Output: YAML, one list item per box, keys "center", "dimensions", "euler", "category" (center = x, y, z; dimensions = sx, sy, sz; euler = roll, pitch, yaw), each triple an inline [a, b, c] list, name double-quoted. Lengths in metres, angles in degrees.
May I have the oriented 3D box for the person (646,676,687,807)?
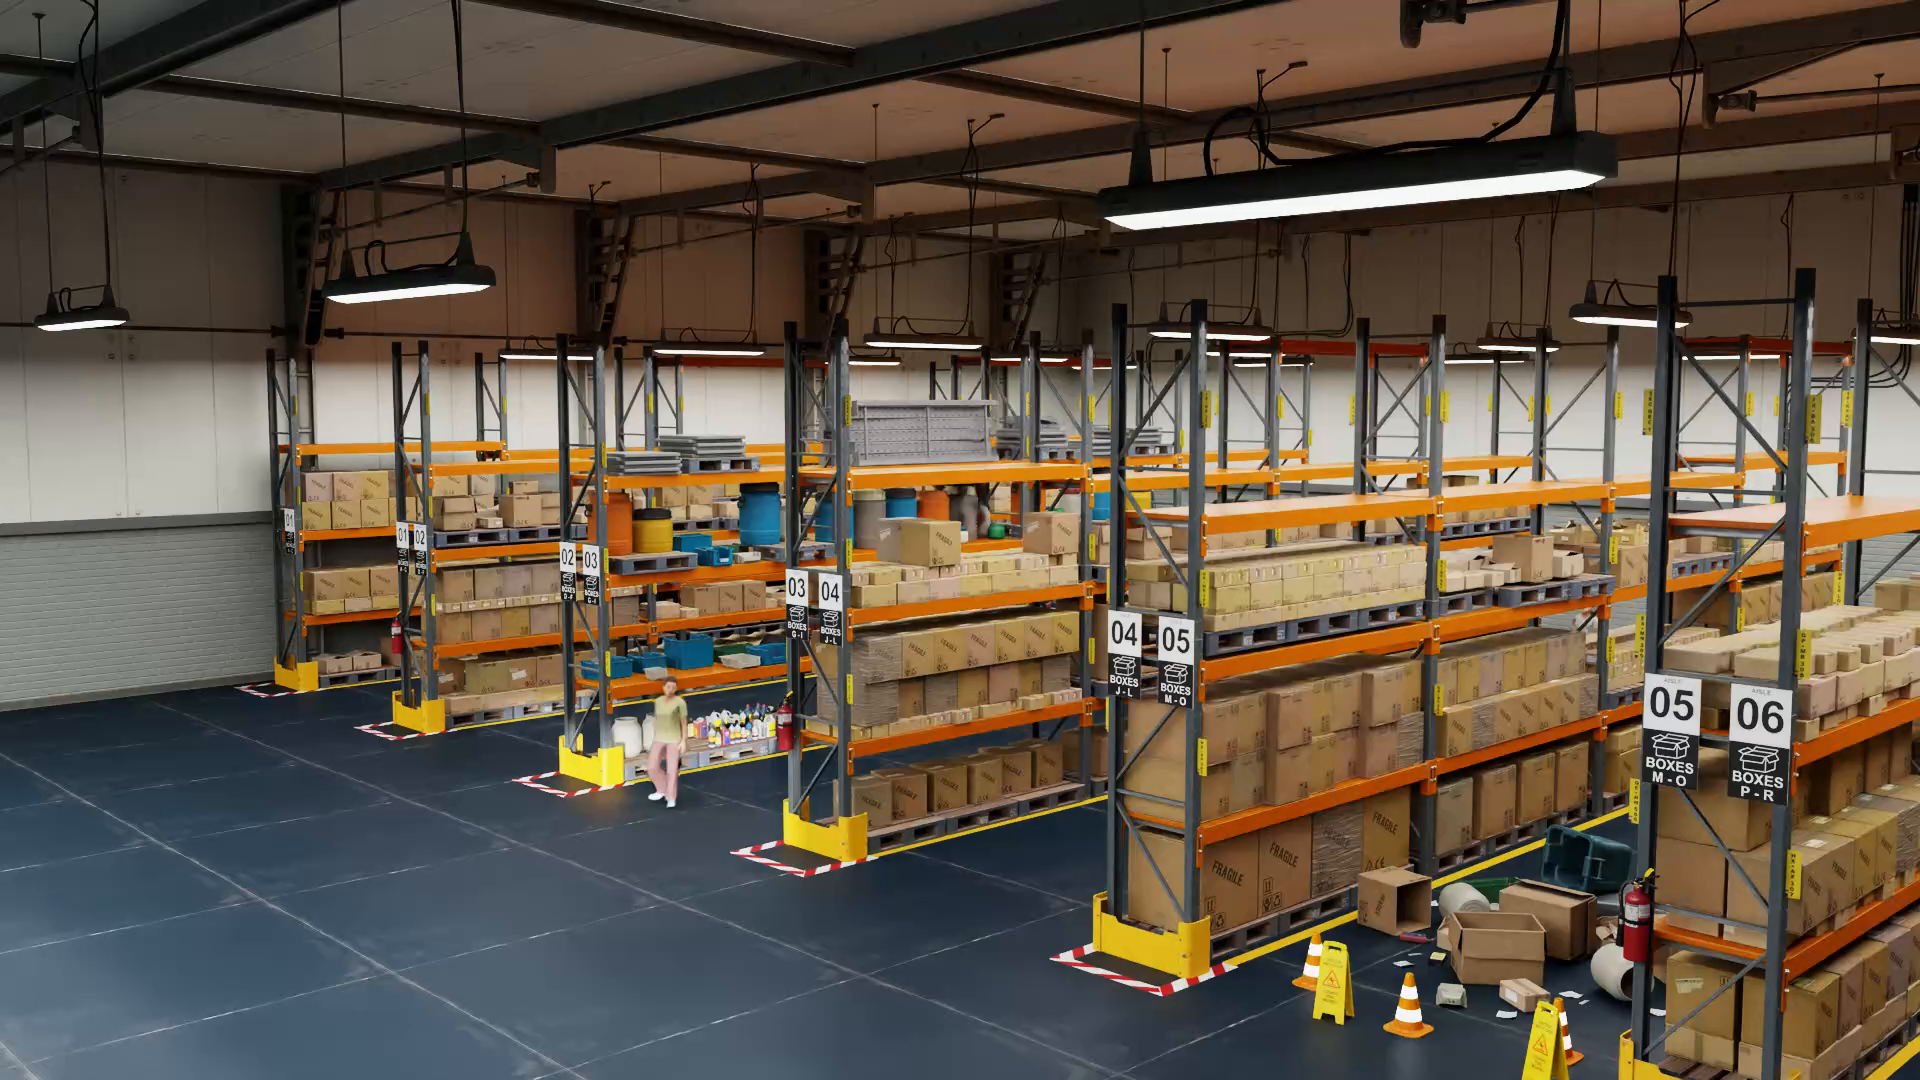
- center: [-3.680, 2.520, 20.877]
  dimensions: [0.550, 1.663, 0.414]
  euler: [1, 5, 10]
  category: "person"

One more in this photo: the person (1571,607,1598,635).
- center: [10.706, 1.860, 28.578]
  dimensions: [0.531, 1.688, 0.703]
  euler: [4, 6, 36]
  category: "person"
